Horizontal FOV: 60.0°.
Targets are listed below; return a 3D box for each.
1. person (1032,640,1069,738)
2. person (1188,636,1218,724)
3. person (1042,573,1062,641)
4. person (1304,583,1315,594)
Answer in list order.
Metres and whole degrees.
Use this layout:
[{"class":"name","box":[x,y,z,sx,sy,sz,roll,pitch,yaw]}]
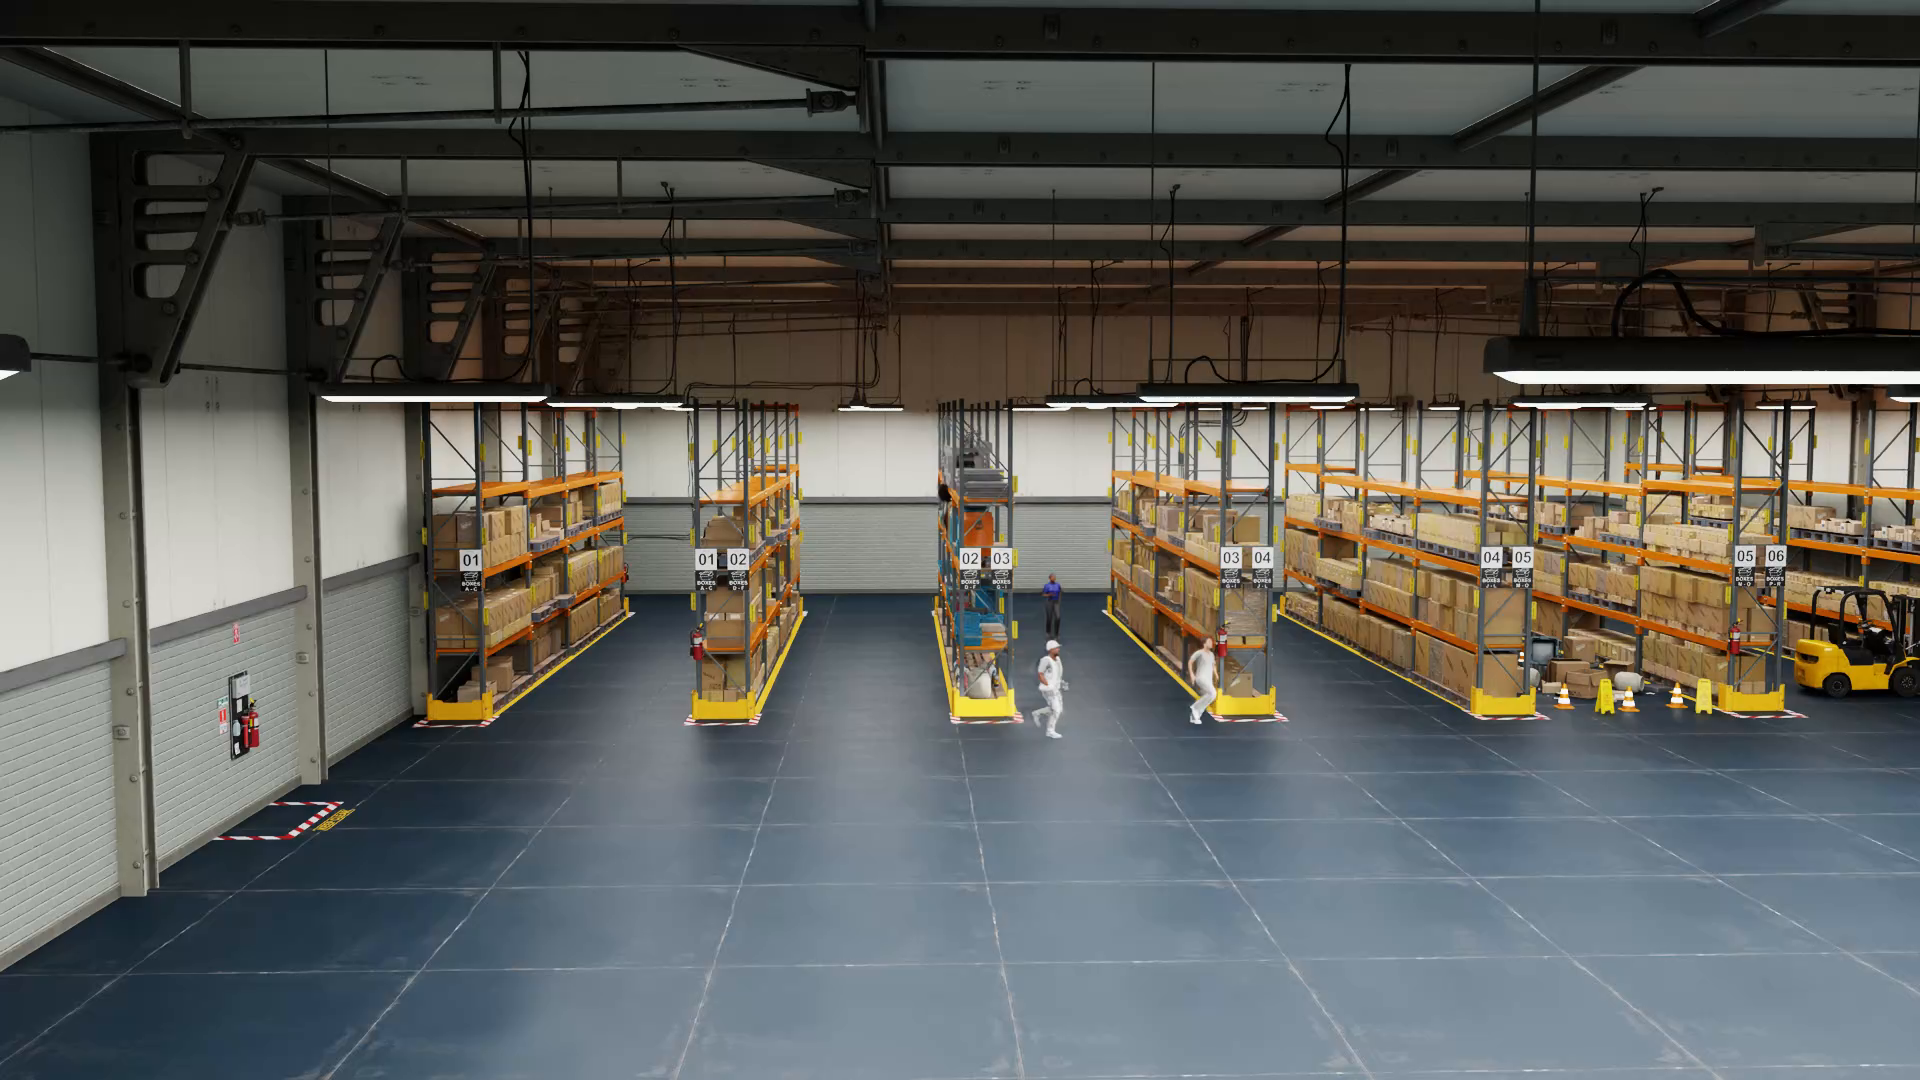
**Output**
[{"class":"person","box":[1.526,2.629,29.453,0.638,1.729,0.665,2,5,26]},{"class":"person","box":[4.573,2.584,30.718,0.591,1.599,0.538,-4,6,-44]},{"class":"person","box":[2.356,1.696,42.212,0.556,1.714,0.714,-1,4,-10]},{"class":"person","box":[10.508,1.179,49.115,0.509,1.699,0.973,3,6,38]}]
